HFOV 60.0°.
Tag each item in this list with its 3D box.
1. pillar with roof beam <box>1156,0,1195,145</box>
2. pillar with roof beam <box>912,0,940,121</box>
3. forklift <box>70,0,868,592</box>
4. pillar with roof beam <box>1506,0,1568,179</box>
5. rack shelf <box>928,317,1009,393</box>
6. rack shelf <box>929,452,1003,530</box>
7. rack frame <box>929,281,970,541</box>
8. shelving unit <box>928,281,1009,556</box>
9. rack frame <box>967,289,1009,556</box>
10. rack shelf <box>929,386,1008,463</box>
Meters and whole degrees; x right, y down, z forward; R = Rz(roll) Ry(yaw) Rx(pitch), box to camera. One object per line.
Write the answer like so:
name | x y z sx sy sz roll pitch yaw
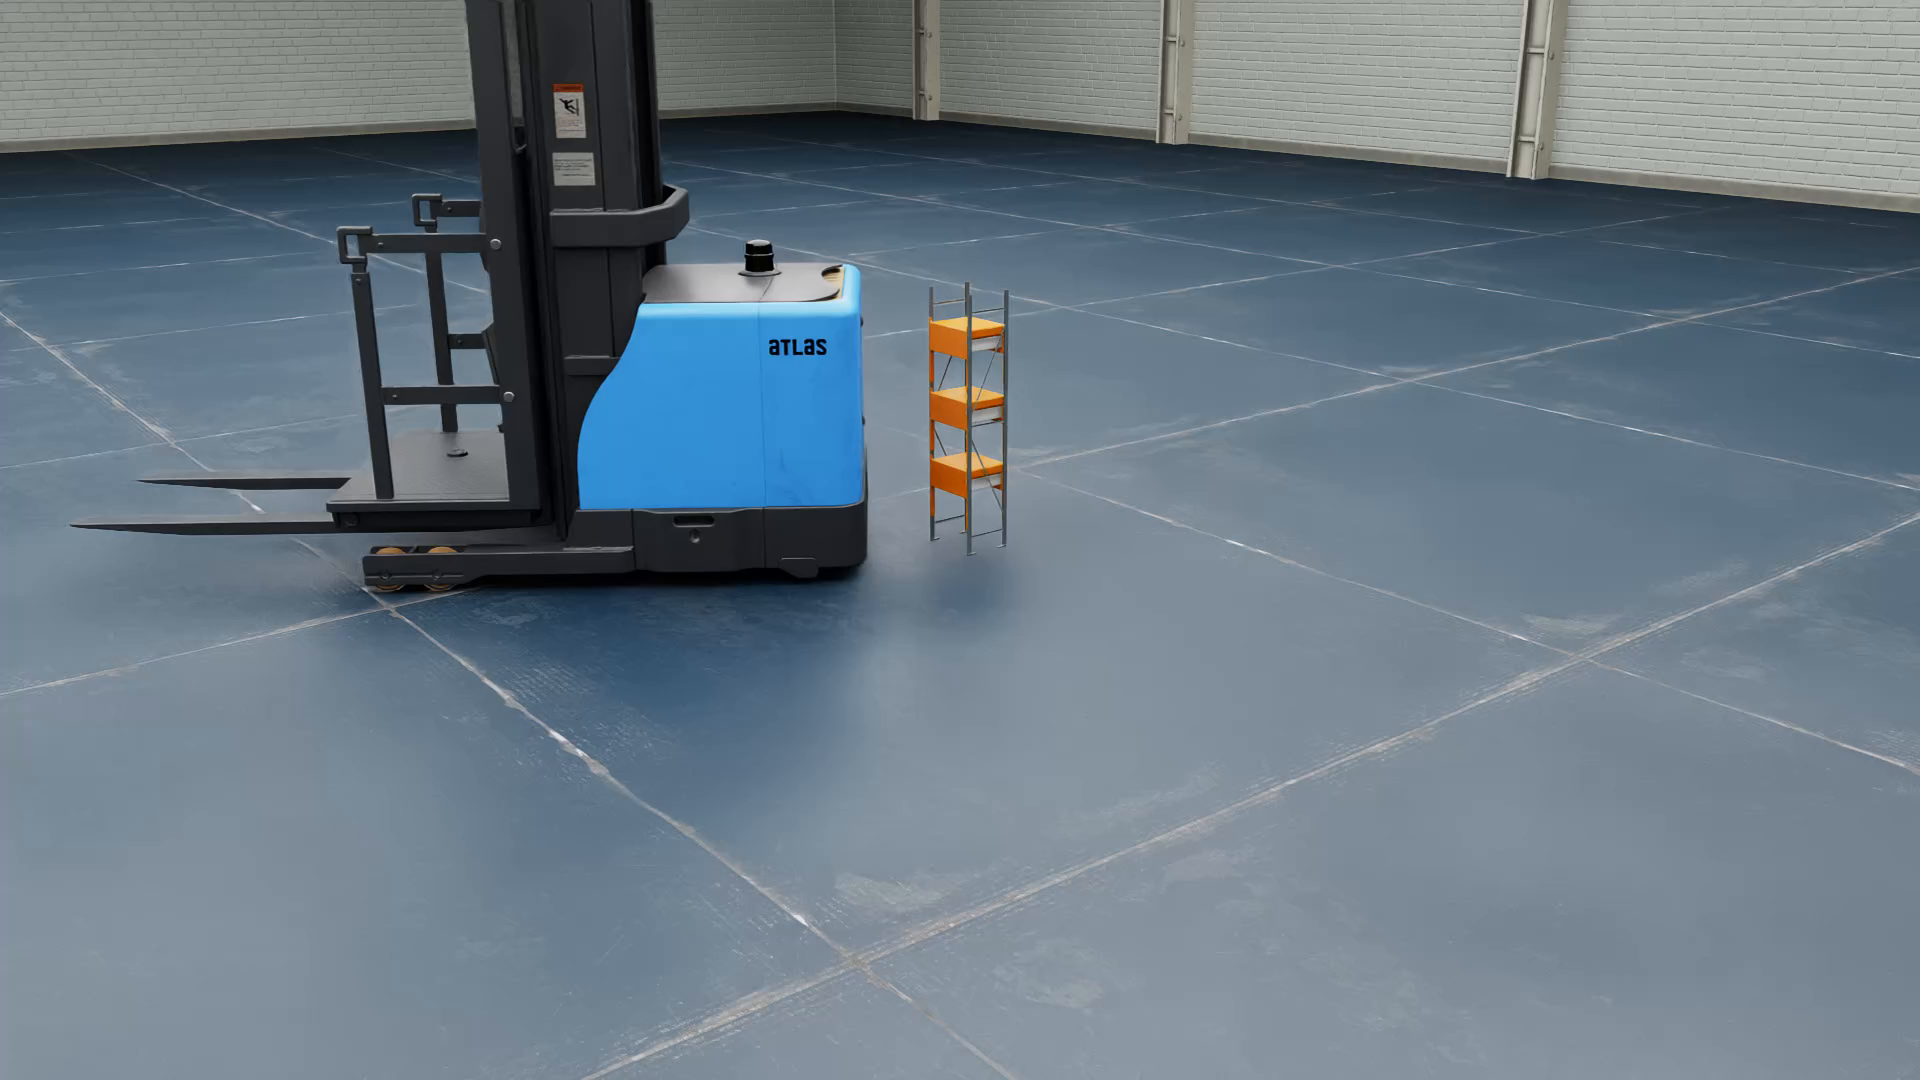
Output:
pillar with roof beam | -0.234 -9.298 20.627 9.100 9.000 0.400 -14 23 -36
pillar with roof beam | -3.960 -10.777 25.092 9.100 9.000 0.400 -14 23 -36
forklift | -1.895 -1.364 6.320 3.031 2.935 1.130 -1 18 -2
pillar with roof beam | 3.491 -7.820 16.162 9.100 9.000 0.400 -14 23 -36
rack shelf | 0.033 -0.745 6.572 0.215 0.259 0.240 -14 23 -36
rack shelf | 0.033 -0.211 6.748 0.215 0.259 0.240 -14 23 -36
rack frame | -0.043 -0.515 6.748 0.200 1.050 0.008 -14 23 -36
shelving unit | 0.033 -0.485 6.658 0.215 1.050 0.252 -14 23 -36
rack frame | 0.109 -0.455 6.567 0.200 1.050 0.008 -14 23 -36
rack shelf | 0.033 -0.475 6.661 0.215 0.259 0.240 -14 23 -36
